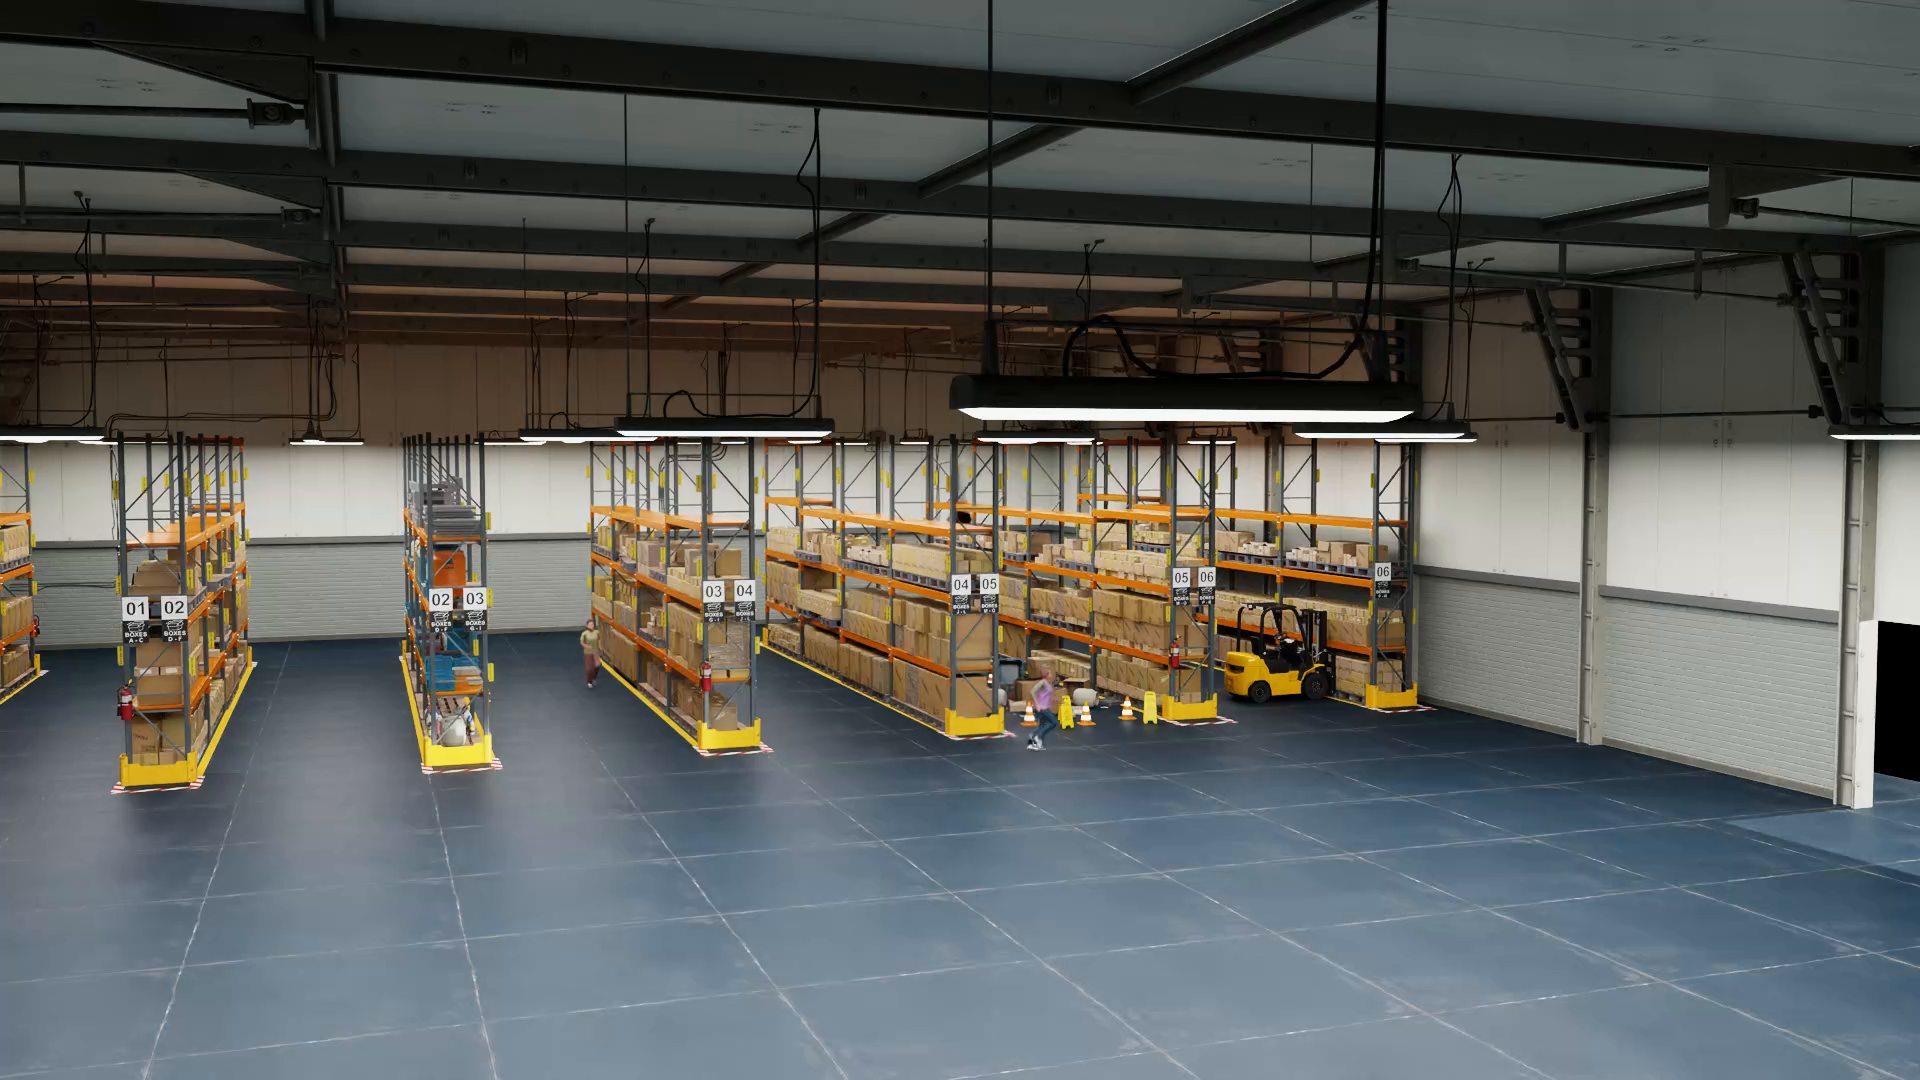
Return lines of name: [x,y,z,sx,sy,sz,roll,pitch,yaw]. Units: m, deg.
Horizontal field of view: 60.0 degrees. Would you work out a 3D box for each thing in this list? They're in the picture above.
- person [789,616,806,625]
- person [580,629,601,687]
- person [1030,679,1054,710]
person: [-4.792,2.483,49.831,0.650,1.056,0.559,-1,3,-19]
person: [-8.817,2.819,39.681,0.519,1.383,0.480,-1,3,-25]
person: [1.564,2.917,31.368,0.393,0.581,0.508,1,3,15]
